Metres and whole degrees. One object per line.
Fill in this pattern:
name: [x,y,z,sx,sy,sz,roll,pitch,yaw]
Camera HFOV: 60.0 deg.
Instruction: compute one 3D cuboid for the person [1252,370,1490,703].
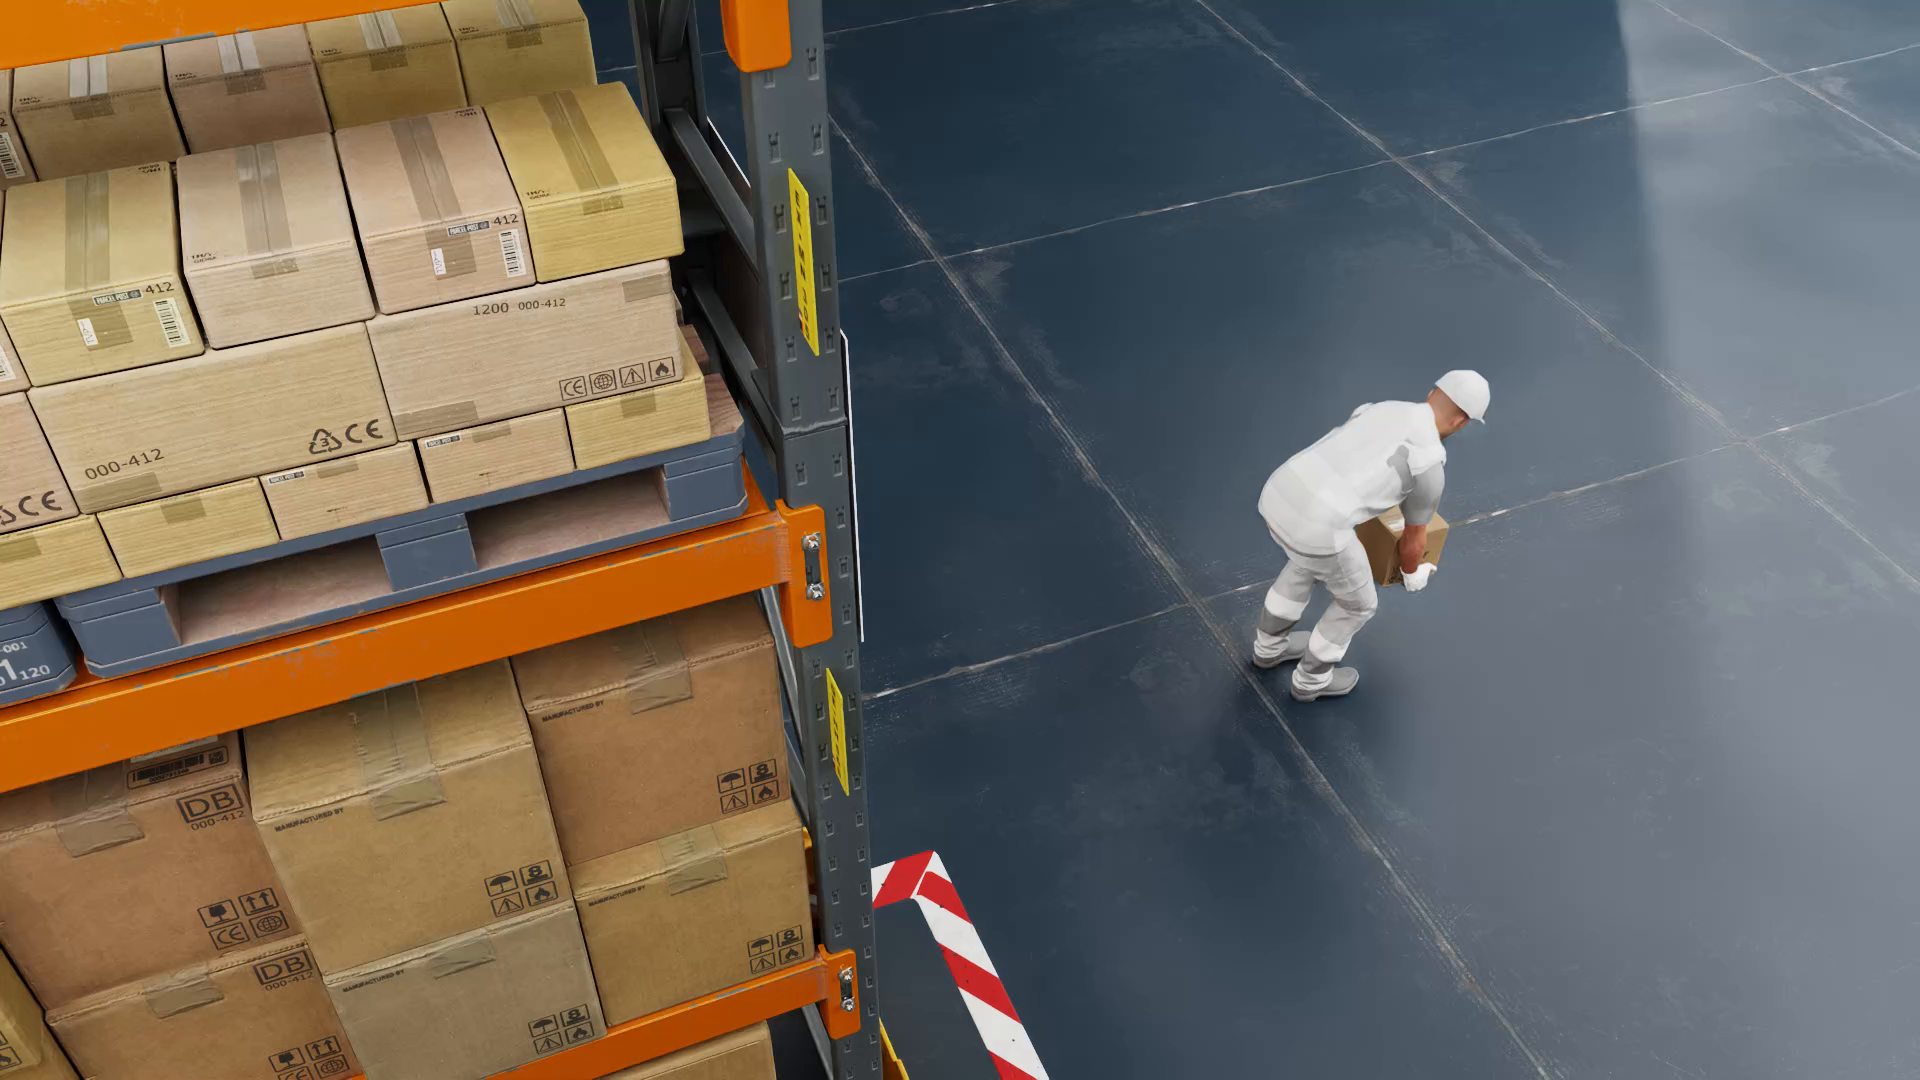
person: [1.572,-0.010,6.478,0.899,1.355,0.494,-17,44,-18]
